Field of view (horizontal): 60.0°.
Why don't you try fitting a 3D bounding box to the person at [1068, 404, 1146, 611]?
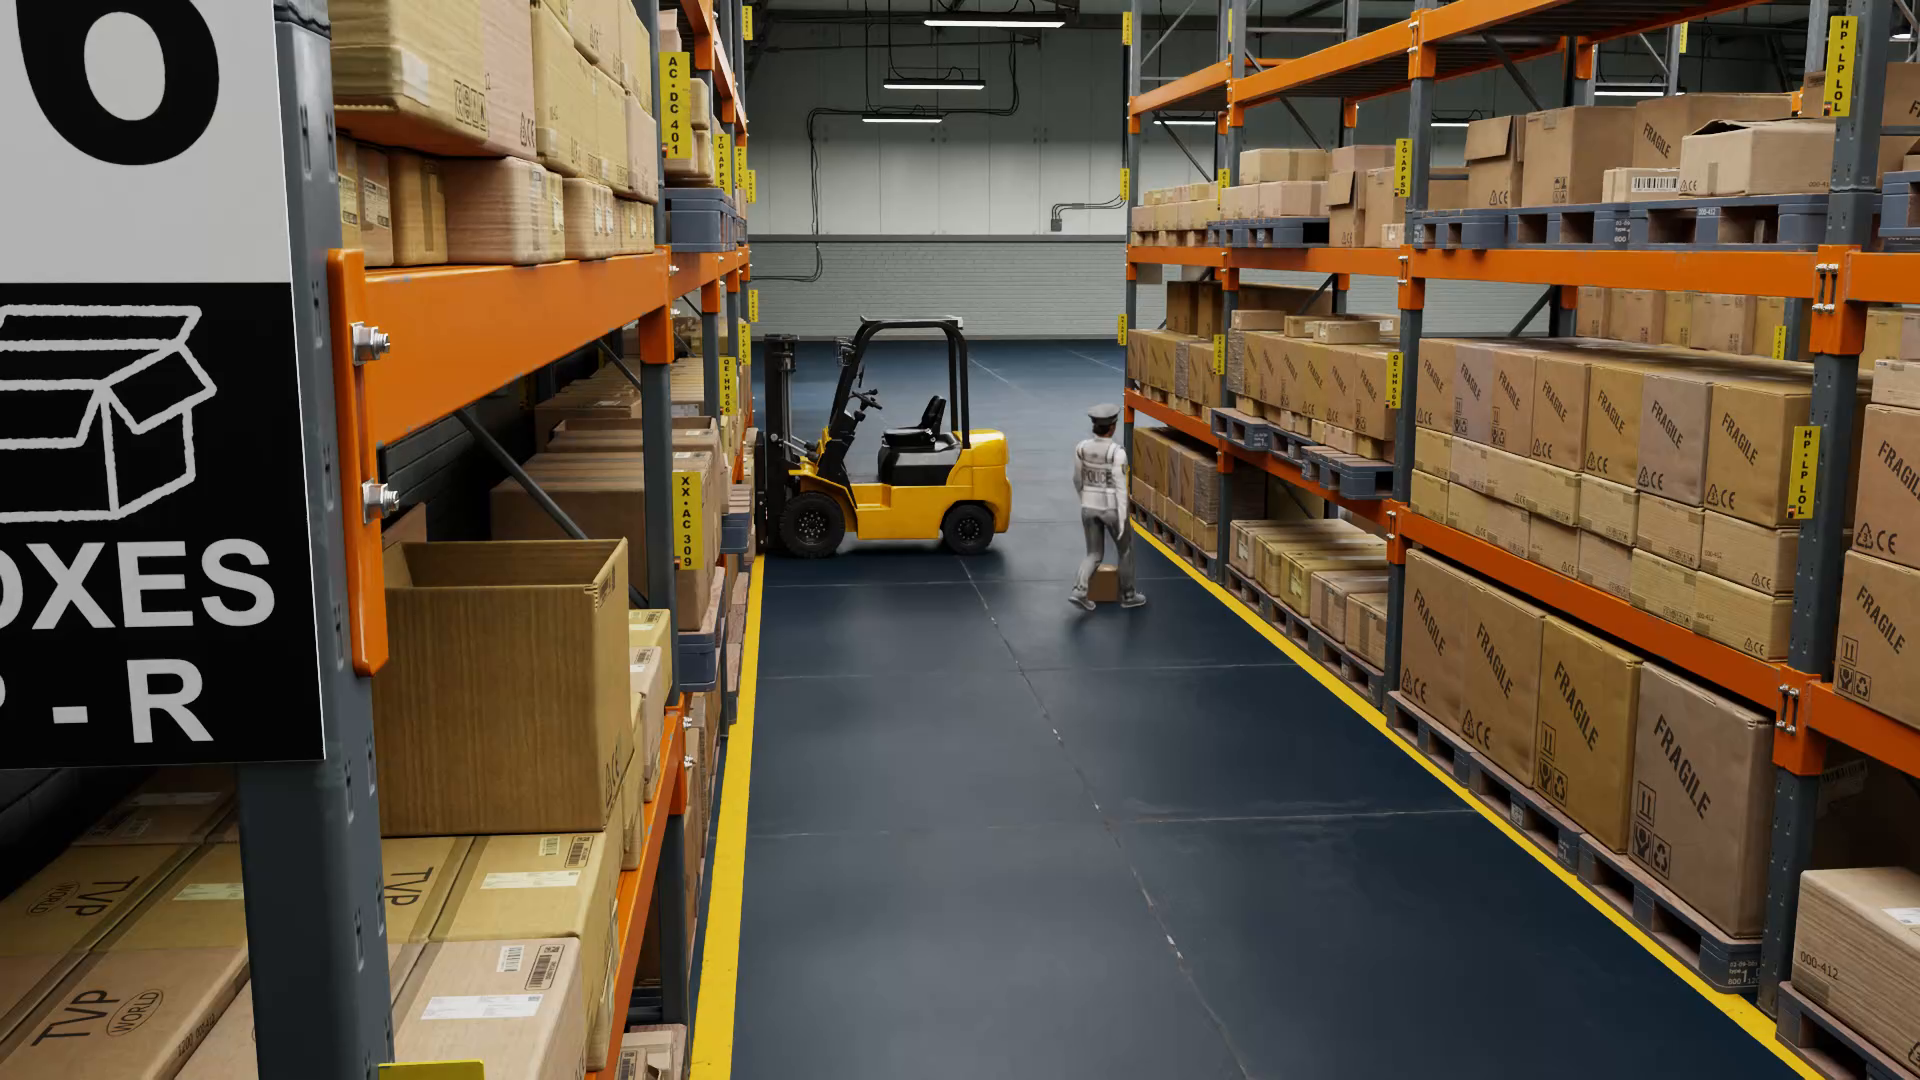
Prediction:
[{"bbox_3d":[1.140,-0.249,12.855,0.512,1.627,0.831,6,12,31],"label":"person"}]
